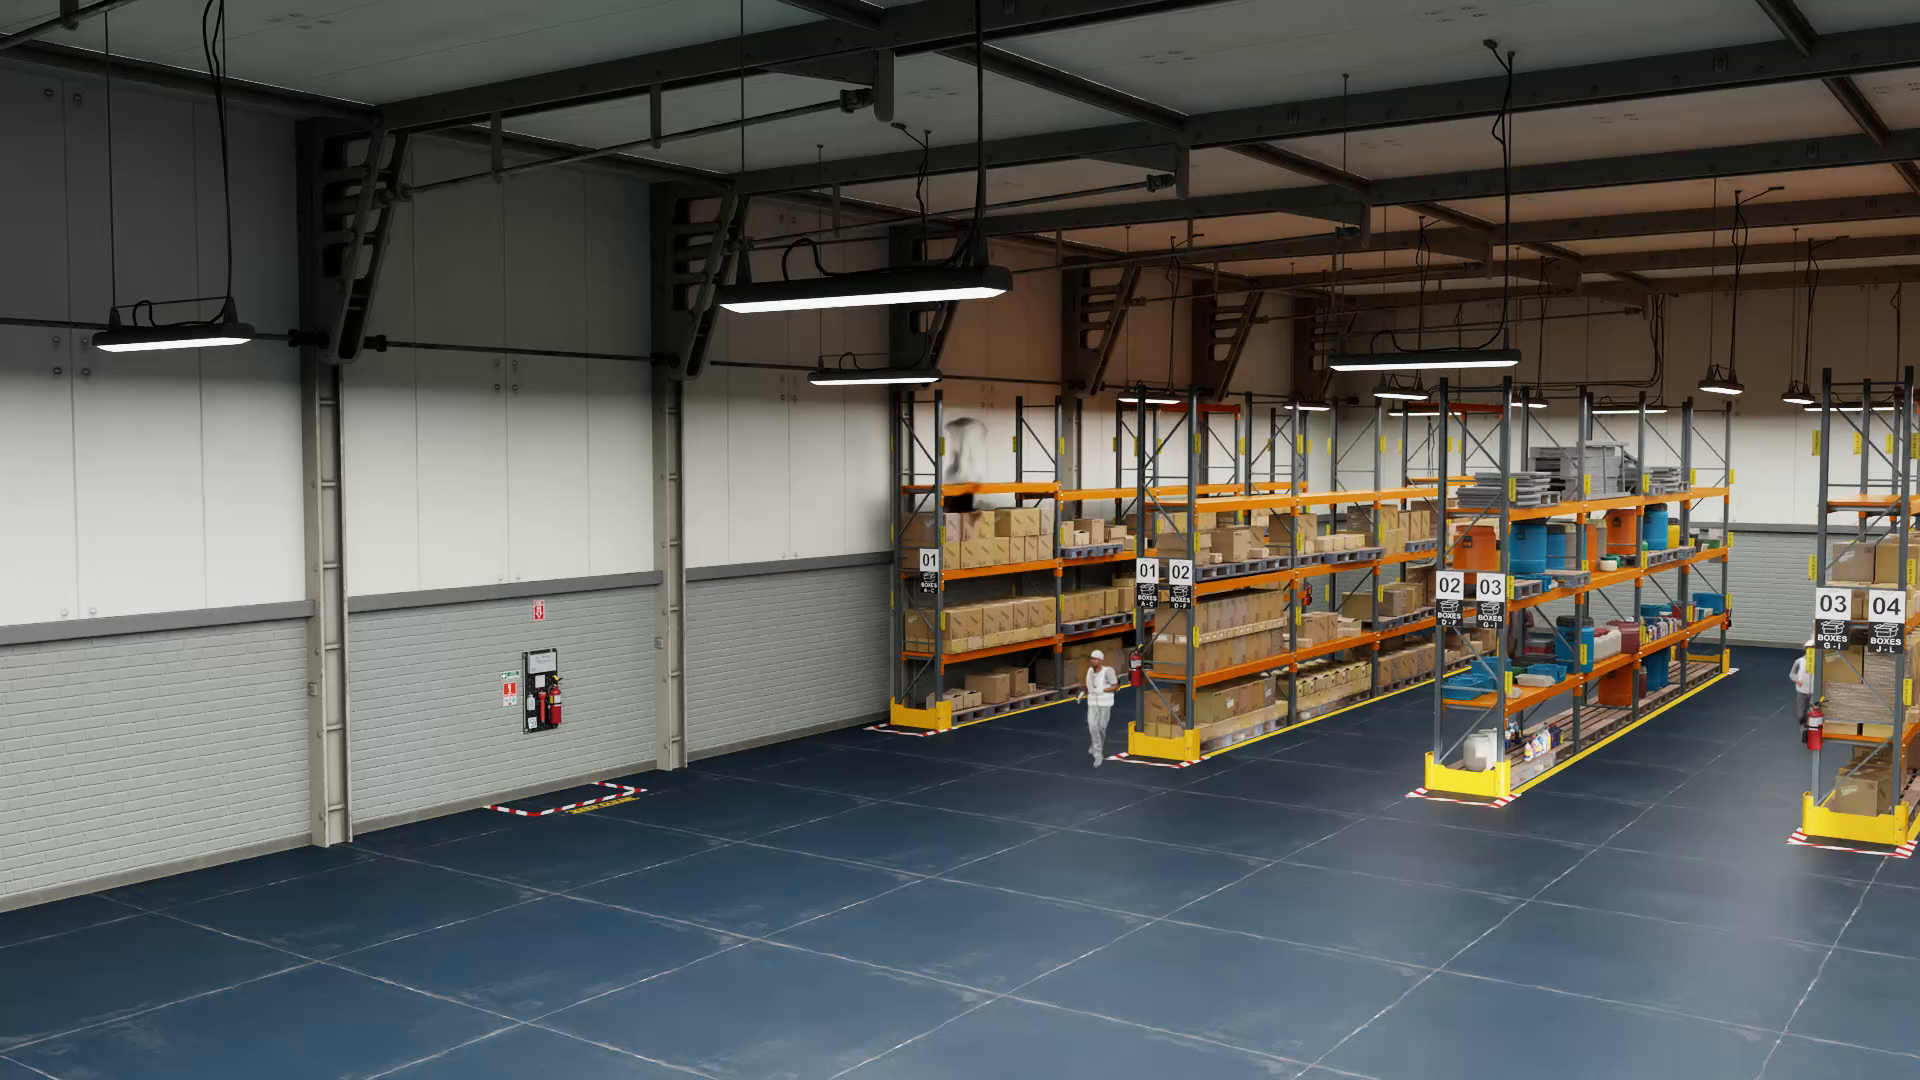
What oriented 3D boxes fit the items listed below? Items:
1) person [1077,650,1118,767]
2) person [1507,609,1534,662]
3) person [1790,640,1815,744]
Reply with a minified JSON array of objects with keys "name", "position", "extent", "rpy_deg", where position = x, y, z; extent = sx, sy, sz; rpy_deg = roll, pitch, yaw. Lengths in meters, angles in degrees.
[{"name":"person","position":[2.164,2.643,26.384],"extent":[0.765,1.796,0.846],"rpy_deg":[1,4,24]},{"name":"person","position":[11.970,2.119,35.677],"extent":[0.709,1.831,0.931],"rpy_deg":[2,4,32]},{"name":"person","position":[14.355,2.559,28.044],"extent":[0.669,1.733,0.760],"rpy_deg":[2,4,30]}]
